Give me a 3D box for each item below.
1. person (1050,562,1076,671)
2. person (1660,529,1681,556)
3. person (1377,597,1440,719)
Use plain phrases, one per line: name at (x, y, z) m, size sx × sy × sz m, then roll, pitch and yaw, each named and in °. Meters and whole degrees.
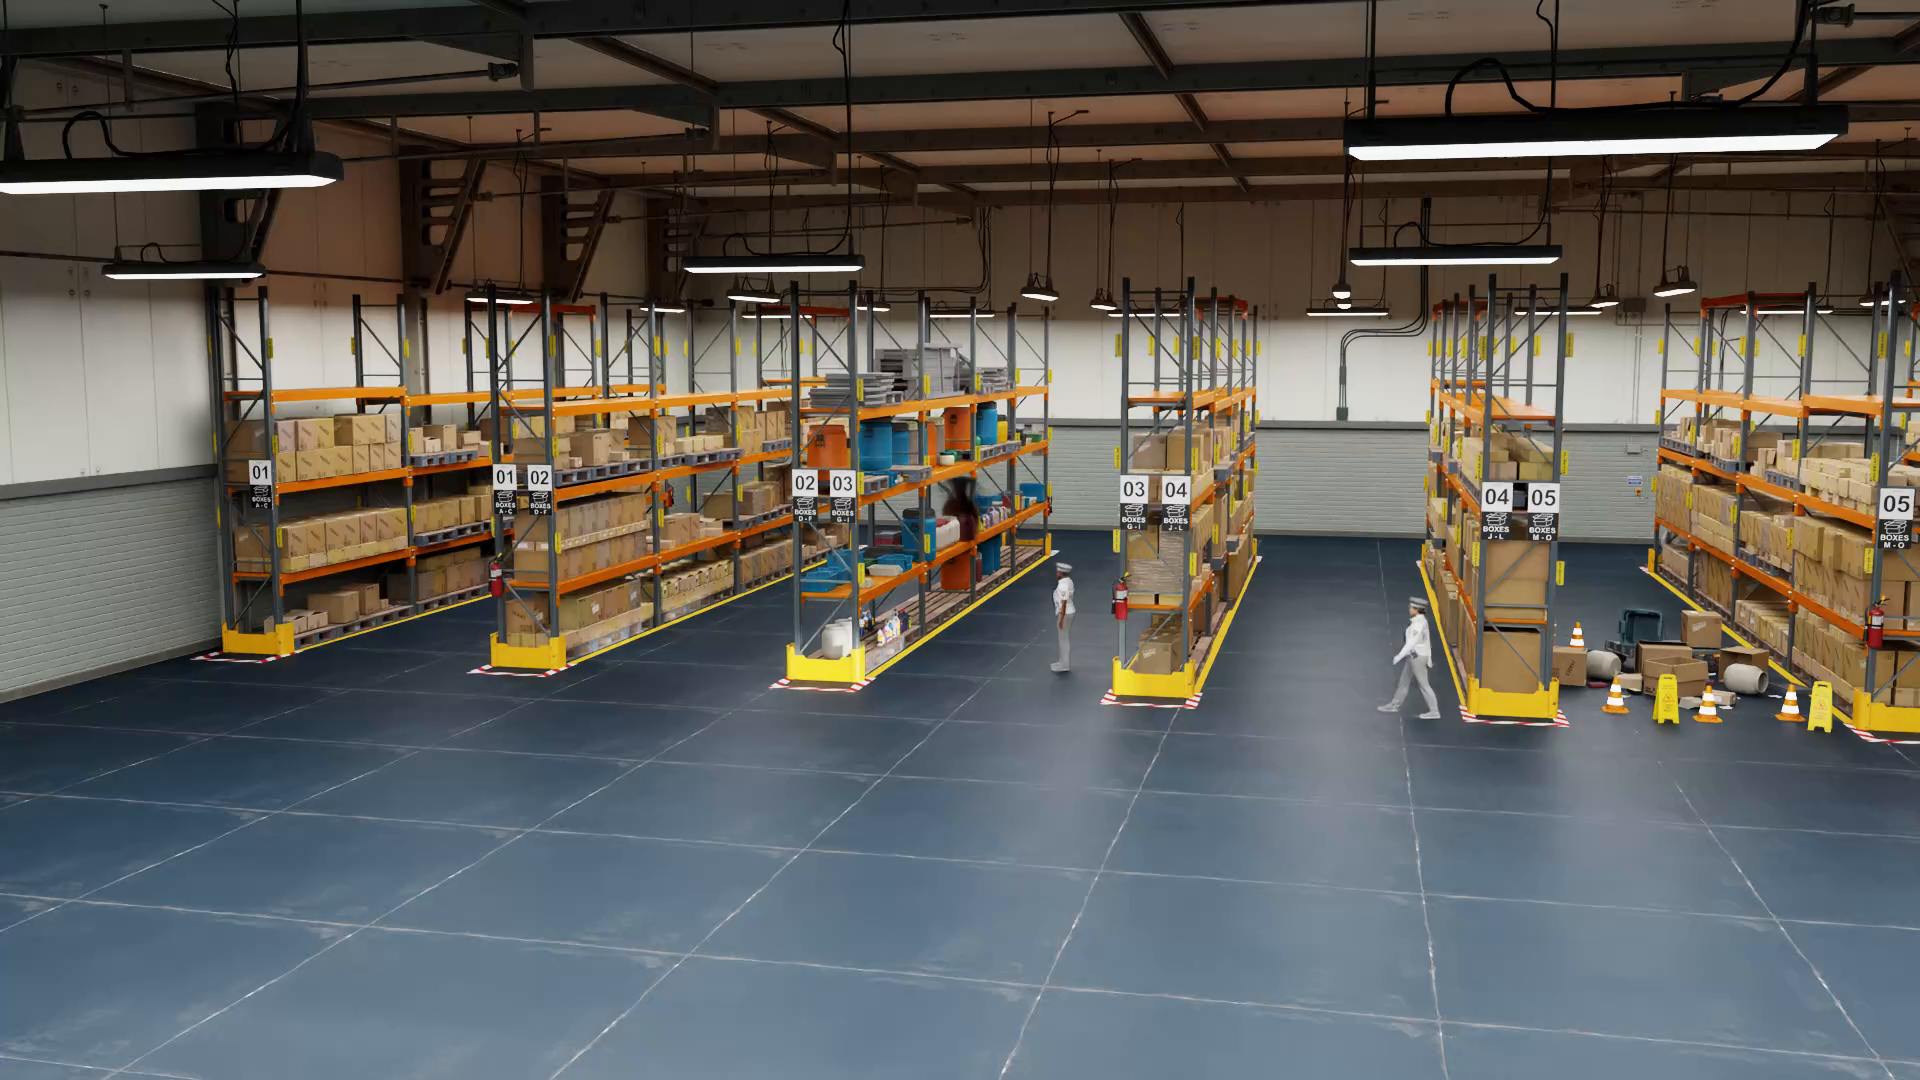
person at (1.602, 1.188, 25.930) m, size 0.401 × 1.679 × 0.509 m, roll 1°, pitch 7°, yaw 11°
person at (16.636, -0.261, 38.646) m, size 0.845 × 1.629 × 0.463 m, roll 1°, pitch 7°, yaw 8°
person at (6.090, 1.586, 22.526) m, size 0.861 × 1.648 × 0.513 m, roll 3°, pitch 7°, yaw 21°
